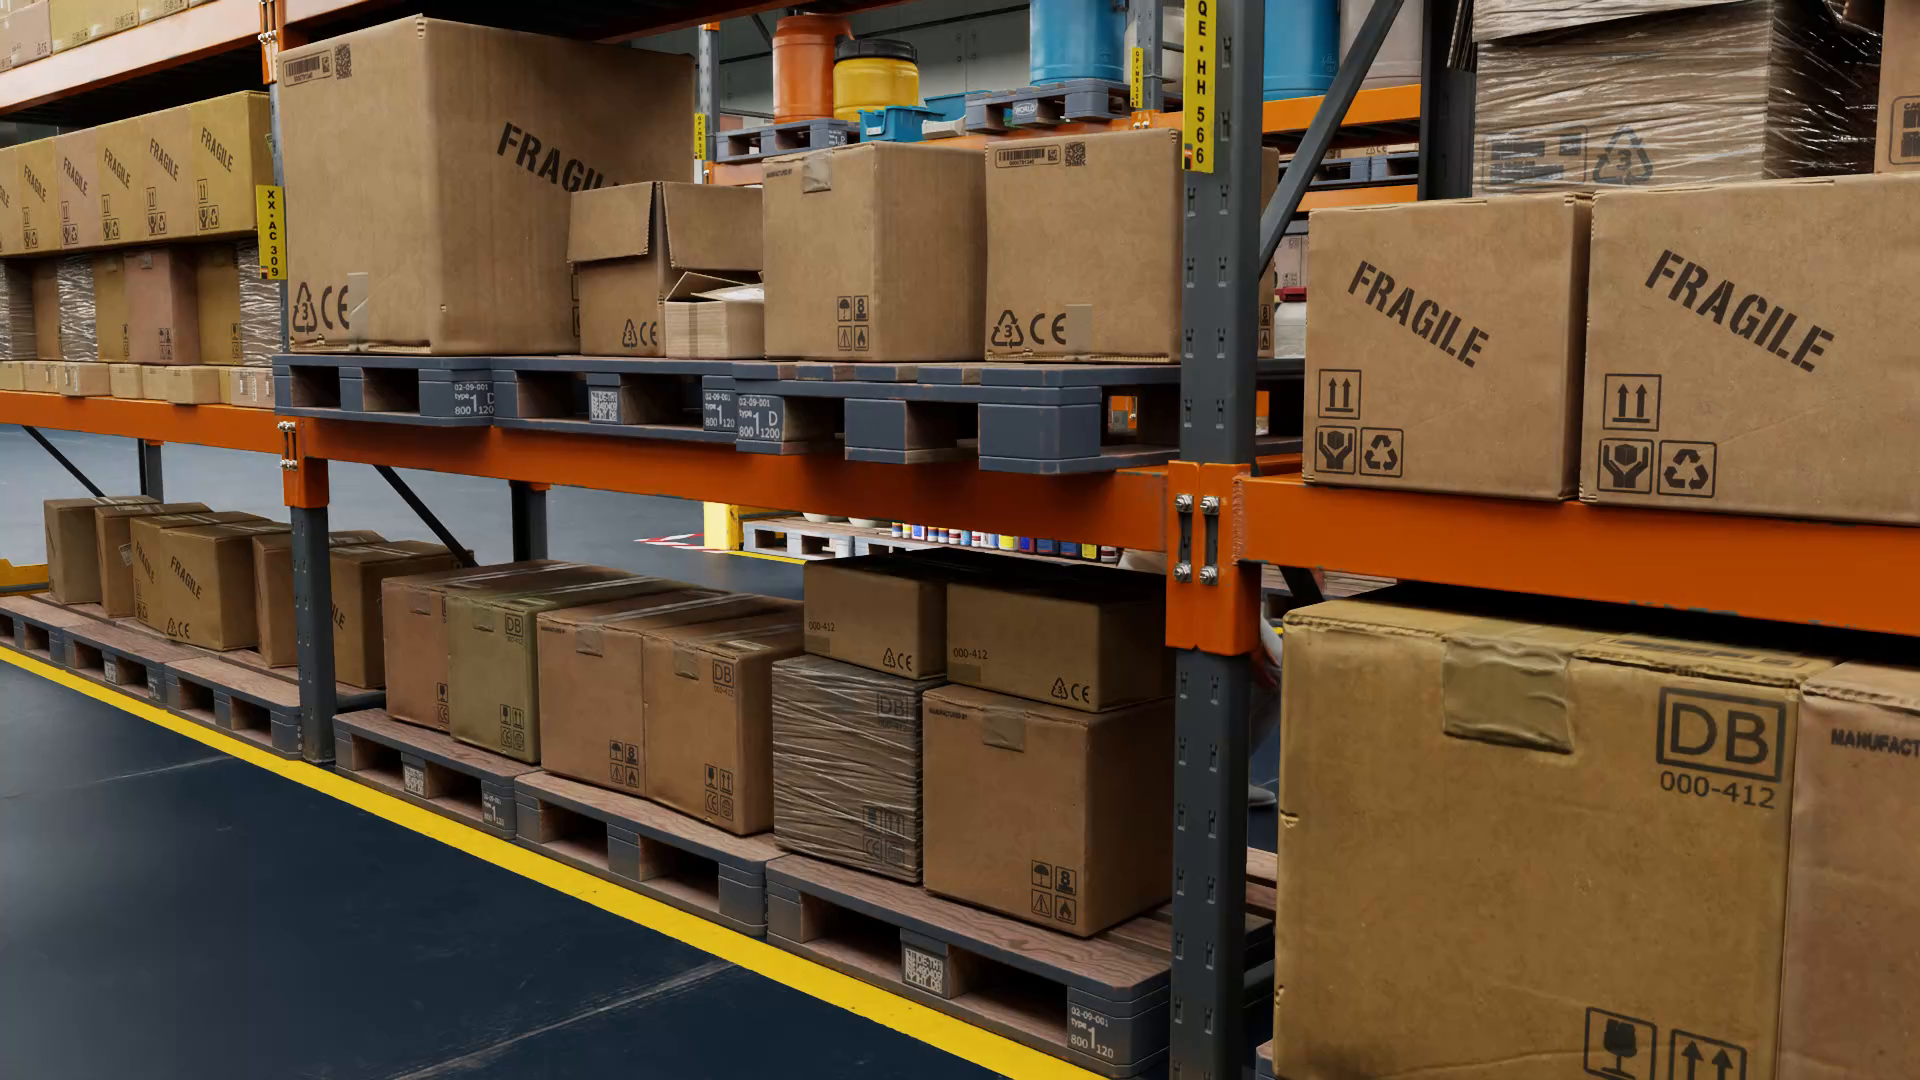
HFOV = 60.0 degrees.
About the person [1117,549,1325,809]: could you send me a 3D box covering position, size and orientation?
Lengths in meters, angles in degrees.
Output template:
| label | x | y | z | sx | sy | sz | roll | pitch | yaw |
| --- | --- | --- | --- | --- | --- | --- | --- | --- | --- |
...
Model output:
| label | x | y | z | sx | sy | sz | roll | pitch | yaw |
| --- | --- | --- | --- | --- | --- | --- | --- | --- | --- |
| person | 0.909 | 0.206 | 5.464 | 0.762 | 1.405 | 0.632 | 7 | 10 | 43 |
